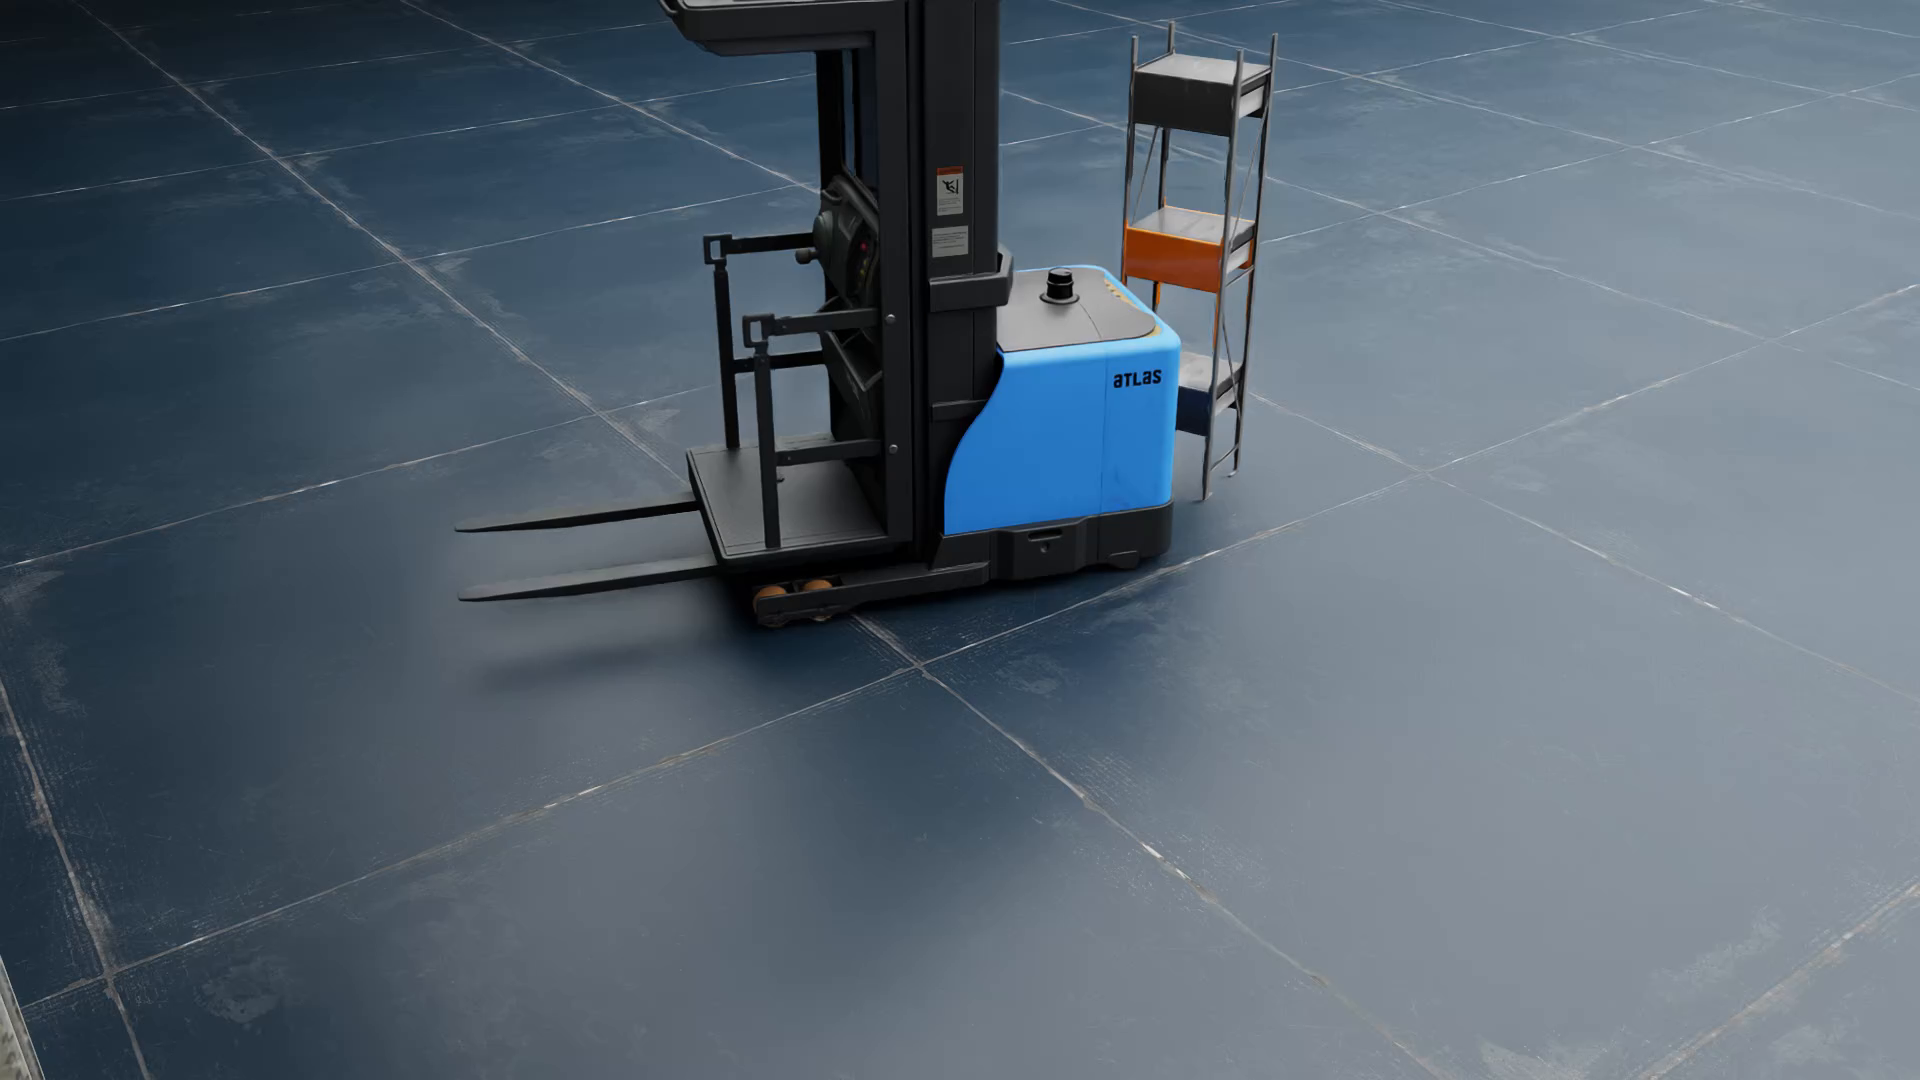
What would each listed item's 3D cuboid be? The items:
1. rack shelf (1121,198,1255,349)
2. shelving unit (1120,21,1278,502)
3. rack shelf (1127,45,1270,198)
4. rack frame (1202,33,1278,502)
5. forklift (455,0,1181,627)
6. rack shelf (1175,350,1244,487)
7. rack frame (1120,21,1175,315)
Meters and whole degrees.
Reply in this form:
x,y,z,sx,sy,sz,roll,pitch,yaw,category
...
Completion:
x,y,z,sx,sy,sz,roll,pitch,yaw,category
1.053,-1.233,7.650,0.480,0.518,0.431,17,33,28,rack shelf
1.053,-1.245,7.643,0.503,2.100,0.431,17,33,28,shelving unit
1.053,-1.849,7.316,0.480,0.518,0.431,17,33,28,rack shelf
1.260,-1.184,7.530,0.015,2.100,0.400,17,33,28,rack frame
-0.643,-1.208,6.704,3.031,2.935,1.130,-8,29,-14,forklift
1.052,-0.618,7.984,0.480,0.518,0.431,17,33,28,rack shelf
0.845,-1.307,7.756,0.015,2.100,0.400,17,33,28,rack frame
